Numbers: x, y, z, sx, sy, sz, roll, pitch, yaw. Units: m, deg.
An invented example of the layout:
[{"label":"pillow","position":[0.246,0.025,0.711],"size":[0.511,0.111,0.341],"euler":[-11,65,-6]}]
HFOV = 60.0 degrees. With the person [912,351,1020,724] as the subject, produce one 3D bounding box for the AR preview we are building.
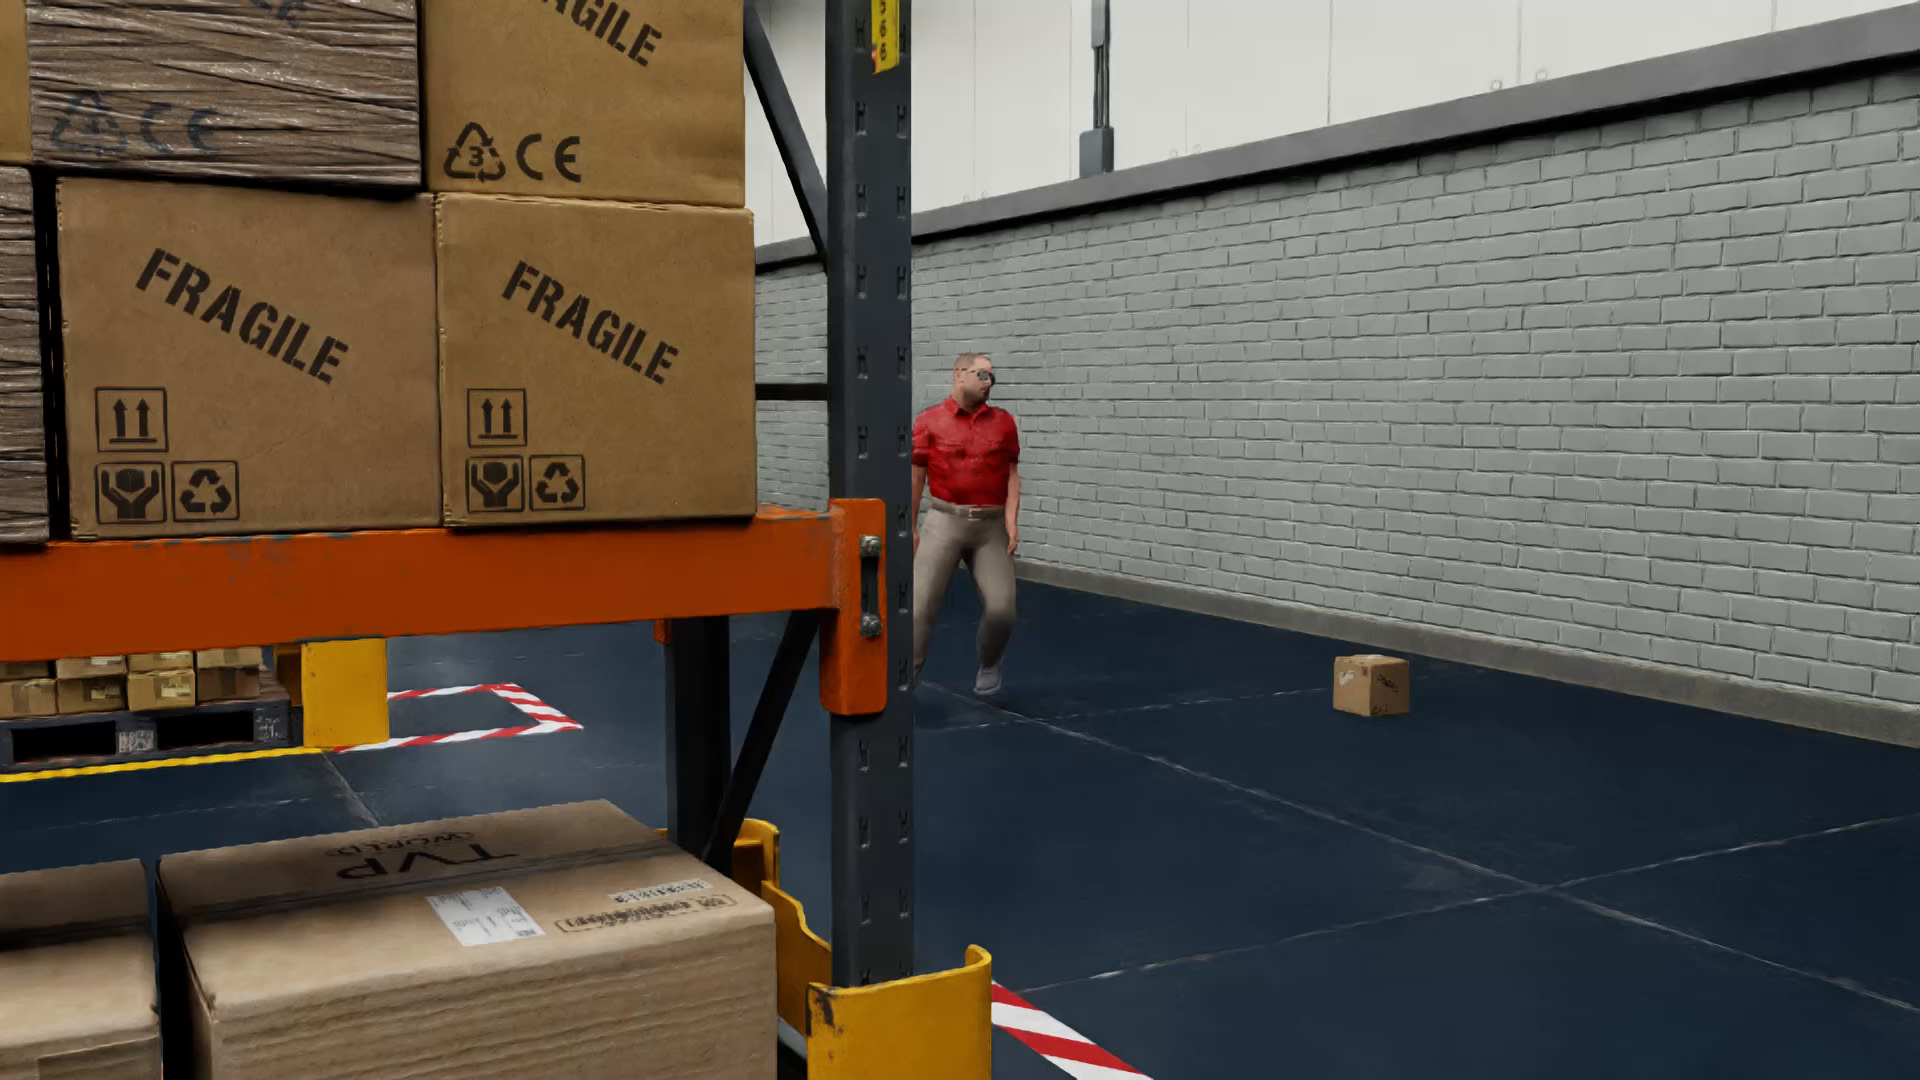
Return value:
[{"label":"person","position":[-0.042,-0.026,7.789],"size":[0.707,1.709,0.539],"euler":[-2,5,-21]}]
